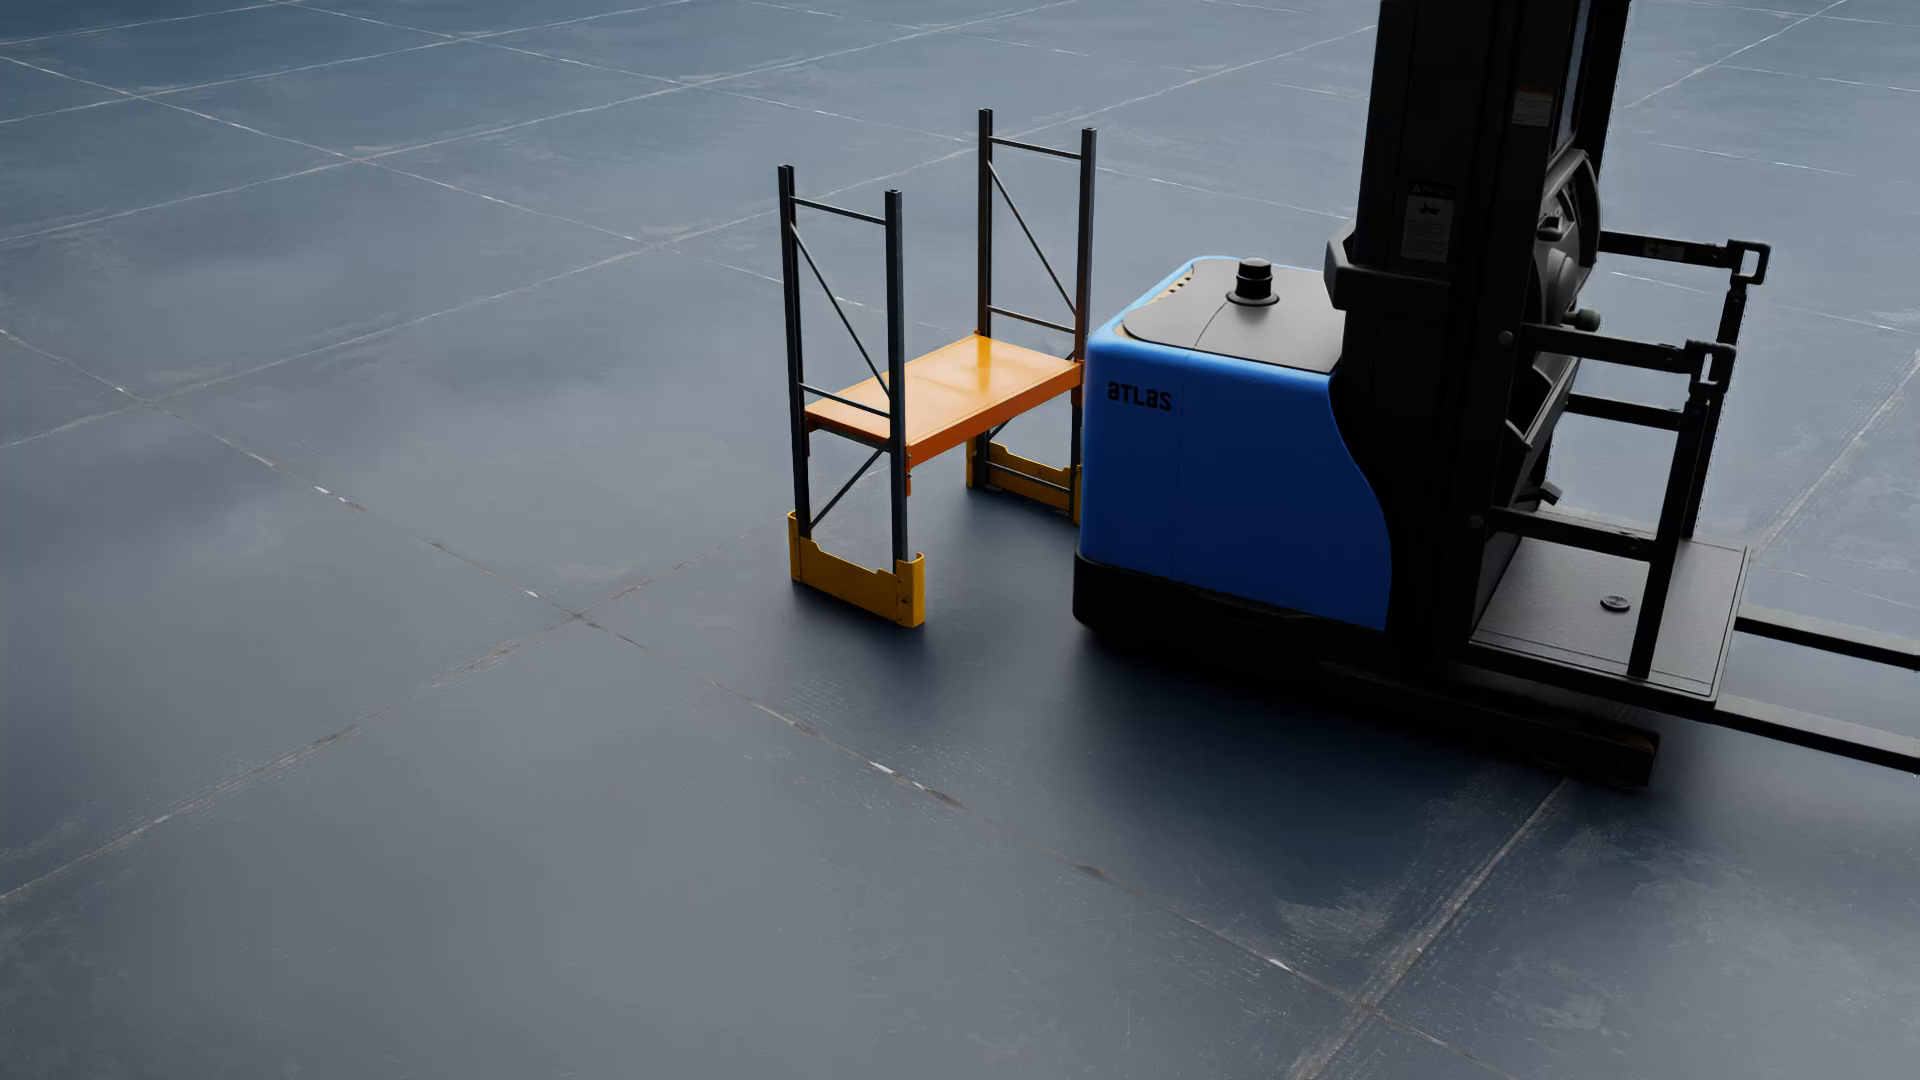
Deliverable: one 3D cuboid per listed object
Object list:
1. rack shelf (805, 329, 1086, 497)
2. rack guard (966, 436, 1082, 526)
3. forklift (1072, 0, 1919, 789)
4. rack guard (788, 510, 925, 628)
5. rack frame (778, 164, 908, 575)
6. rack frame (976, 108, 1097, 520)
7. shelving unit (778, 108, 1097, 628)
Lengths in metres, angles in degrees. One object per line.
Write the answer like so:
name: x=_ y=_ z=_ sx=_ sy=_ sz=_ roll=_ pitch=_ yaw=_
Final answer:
rack shelf: x=-0.054 y=-0.476 z=5.930 sx=0.538 sy=0.185 sz=1.000 roll=21 pitch=34 yaw=34
rack guard: x=0.268 y=-0.261 z=6.482 sx=0.587 sy=0.250 sz=0.087 roll=21 pitch=34 yaw=34
forklift: x=1.925 y=-0.856 z=4.715 sx=3.031 sy=2.935 sz=1.130 roll=14 pitch=30 yaw=25
rack guard: x=-0.365 y=0.093 z=5.799 sx=0.587 sy=0.250 sz=0.087 roll=21 pitch=34 yaw=34
rack frame: x=-0.378 y=-0.456 z=5.499 sx=0.500 sy=1.500 sz=0.032 roll=21 pitch=34 yaw=34
rack frame: x=0.269 y=-0.816 z=6.195 sx=0.500 sy=1.500 sz=0.032 roll=21 pitch=34 yaw=34
shelving unit: x=-0.049 y=-0.639 z=5.853 sx=0.587 sy=1.500 sz=1.083 roll=21 pitch=34 yaw=34
